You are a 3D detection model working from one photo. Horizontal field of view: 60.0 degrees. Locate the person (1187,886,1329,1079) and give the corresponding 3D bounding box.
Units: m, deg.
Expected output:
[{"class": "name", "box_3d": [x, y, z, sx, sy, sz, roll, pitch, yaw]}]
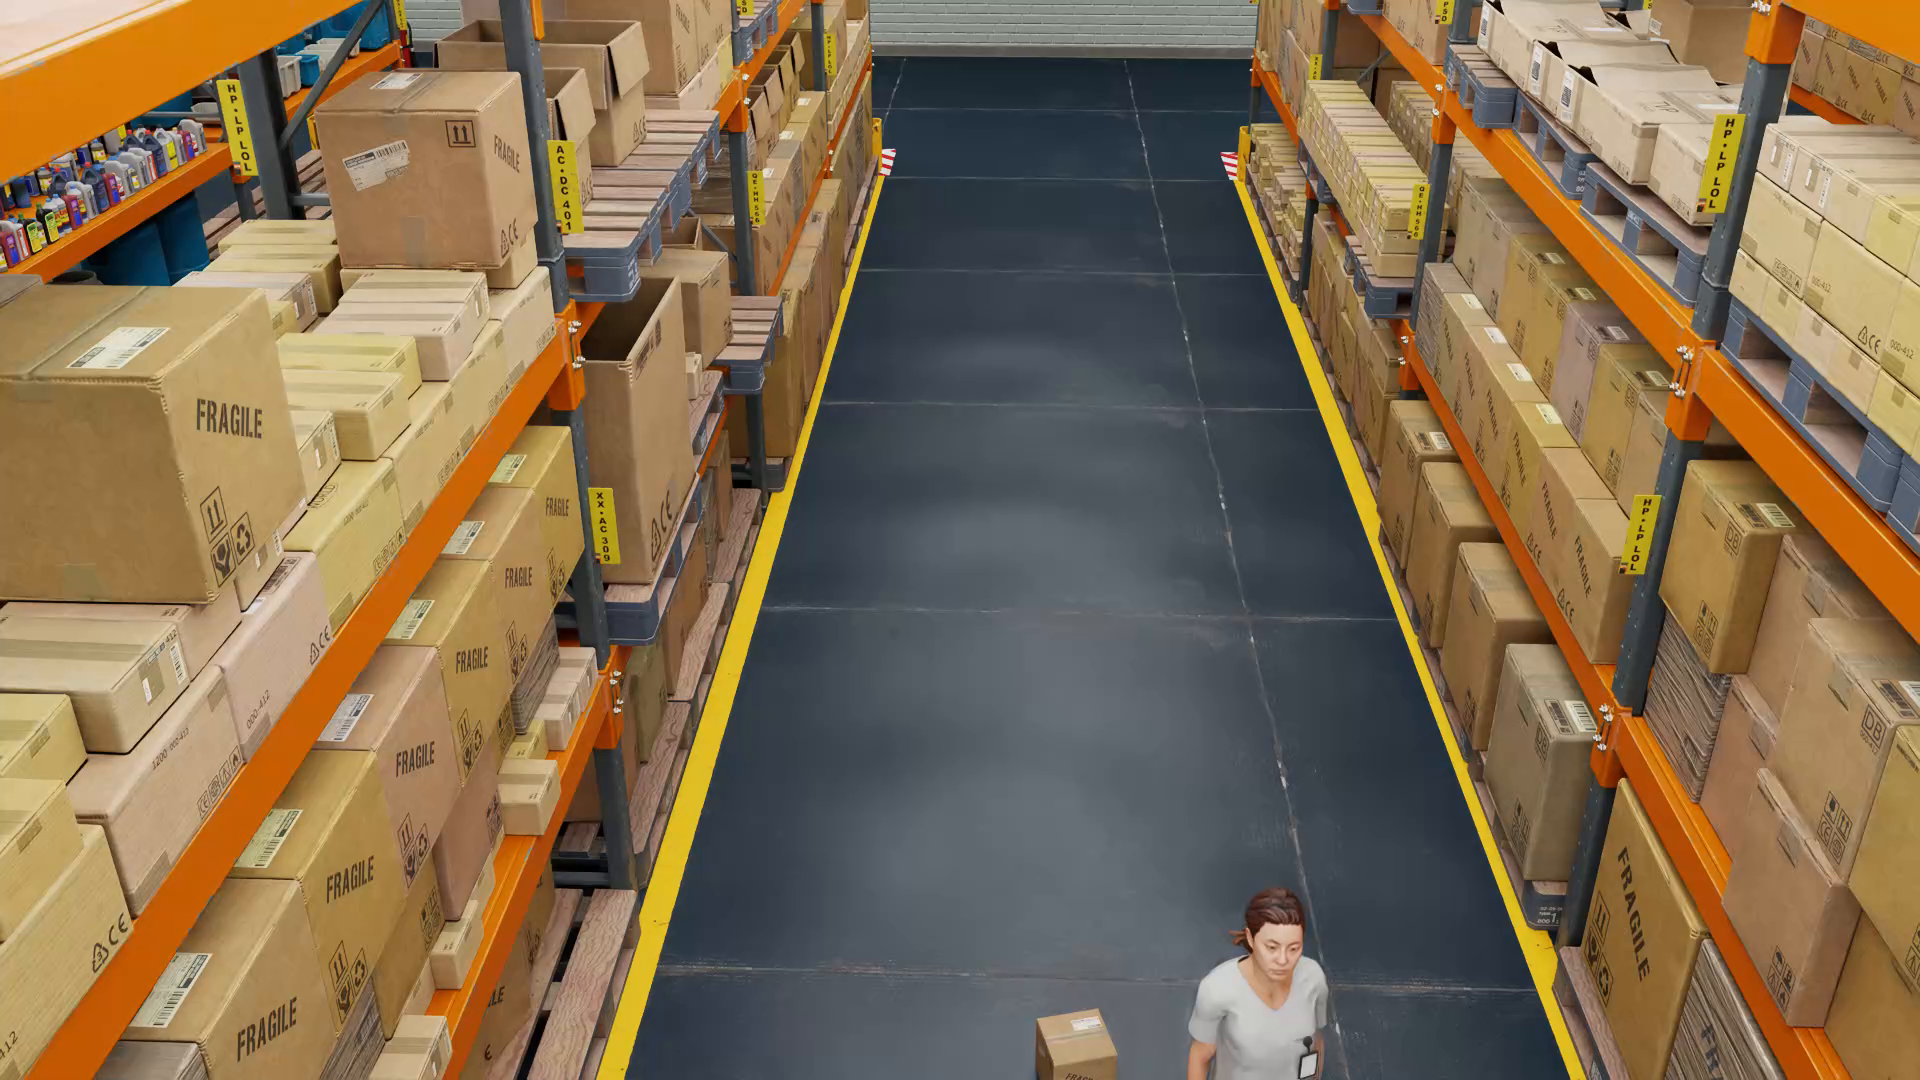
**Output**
[{"class": "person", "box_3d": [0.915, 1.777, 5.249, 0.444, 1.660, 0.589, -5, 29, -10]}]
